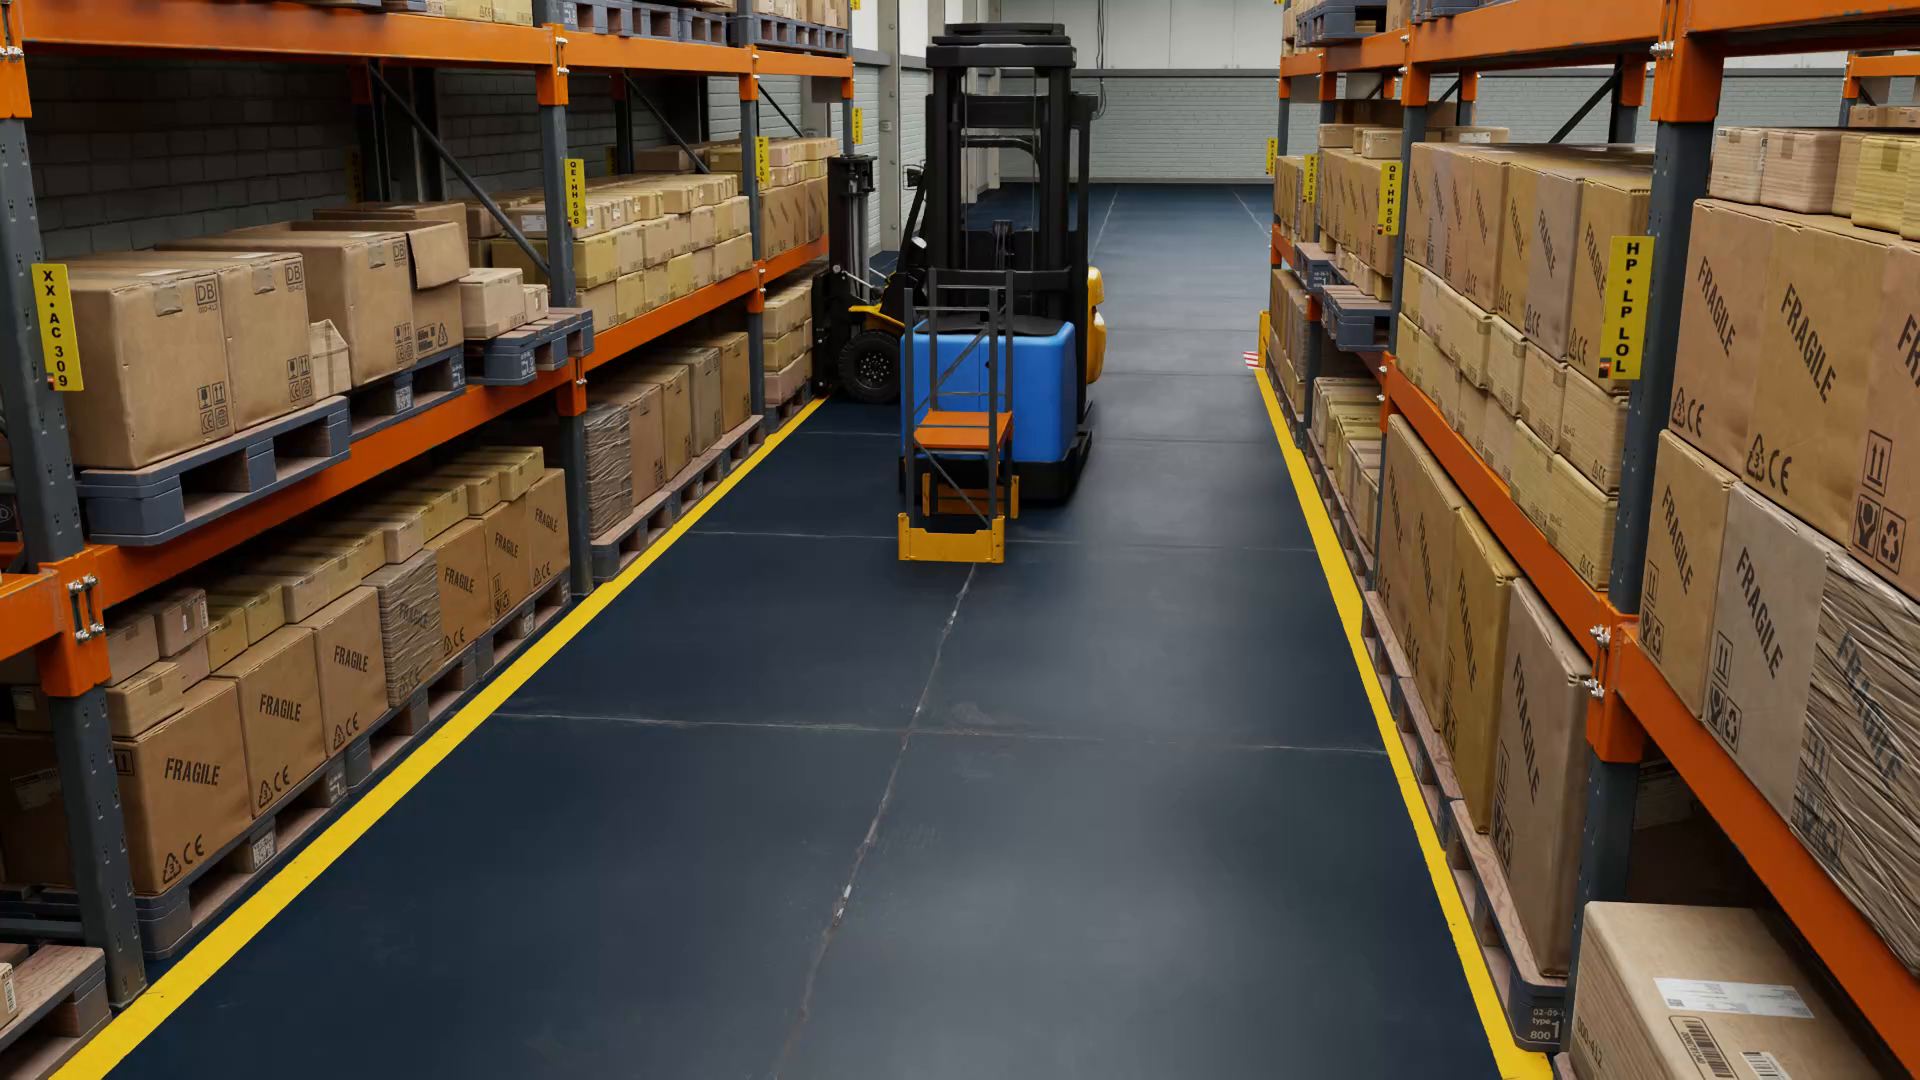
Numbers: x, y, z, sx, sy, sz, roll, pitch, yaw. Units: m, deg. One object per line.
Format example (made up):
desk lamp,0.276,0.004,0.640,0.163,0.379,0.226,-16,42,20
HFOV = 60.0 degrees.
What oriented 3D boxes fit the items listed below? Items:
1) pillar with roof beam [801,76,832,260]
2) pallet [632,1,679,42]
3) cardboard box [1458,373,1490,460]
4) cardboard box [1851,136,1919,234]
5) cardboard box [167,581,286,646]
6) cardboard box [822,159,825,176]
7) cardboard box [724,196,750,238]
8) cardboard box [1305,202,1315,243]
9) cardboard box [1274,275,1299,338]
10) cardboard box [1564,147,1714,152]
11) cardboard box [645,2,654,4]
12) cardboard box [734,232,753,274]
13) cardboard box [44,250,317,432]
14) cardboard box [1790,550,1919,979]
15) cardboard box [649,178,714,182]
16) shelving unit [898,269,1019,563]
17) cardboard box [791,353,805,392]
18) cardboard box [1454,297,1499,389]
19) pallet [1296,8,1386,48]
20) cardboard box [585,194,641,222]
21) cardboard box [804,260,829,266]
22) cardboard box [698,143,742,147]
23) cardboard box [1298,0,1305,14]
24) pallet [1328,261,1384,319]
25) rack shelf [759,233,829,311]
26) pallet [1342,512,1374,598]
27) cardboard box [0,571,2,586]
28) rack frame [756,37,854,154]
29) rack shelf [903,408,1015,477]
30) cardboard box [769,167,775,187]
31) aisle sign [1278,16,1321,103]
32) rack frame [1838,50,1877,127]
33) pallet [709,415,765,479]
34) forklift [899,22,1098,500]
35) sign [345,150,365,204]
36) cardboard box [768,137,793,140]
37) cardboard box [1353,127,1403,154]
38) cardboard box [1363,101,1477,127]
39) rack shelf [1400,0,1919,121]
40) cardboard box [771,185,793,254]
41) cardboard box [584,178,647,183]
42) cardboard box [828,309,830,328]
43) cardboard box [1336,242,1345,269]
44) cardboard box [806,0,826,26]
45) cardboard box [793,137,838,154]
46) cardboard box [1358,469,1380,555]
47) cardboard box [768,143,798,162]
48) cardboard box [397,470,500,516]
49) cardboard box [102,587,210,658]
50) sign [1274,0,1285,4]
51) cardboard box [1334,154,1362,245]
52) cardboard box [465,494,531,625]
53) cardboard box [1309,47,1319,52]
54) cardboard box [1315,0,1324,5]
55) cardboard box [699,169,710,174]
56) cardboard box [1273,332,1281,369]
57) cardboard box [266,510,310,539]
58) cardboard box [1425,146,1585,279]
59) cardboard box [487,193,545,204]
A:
pillar with roof beam,2.471,-7.425,19.882,9.100,9.000,0.400,2,15,6
pallet,-2.301,-3.004,9.642,1.003,0.211,1.213,2,15,9
cardboard box,2.058,-0.444,5.845,0.500,0.250,0.500,2,15,6
cardboard box,1.687,-0.569,2.670,0.380,0.149,0.250,2,15,6
cardboard box,-2.569,0.252,5.726,0.380,0.149,0.250,1,15,5
cardboard box,-1.382,-3.250,14.499,0.380,0.149,0.250,1,15,4
cardboard box,-1.762,-2.250,11.567,0.500,0.250,0.500,1,15,5
cardboard box,2.775,-2.386,11.976,0.500,0.500,0.500,1,15,5
cardboard box,3.001,-2.003,14.349,0.500,0.500,0.500,1,15,4
cardboard box,2.672,-1.289,6.577,0.500,0.500,0.500,2,15,7
cardboard box,-2.160,-3.511,10.639,0.380,0.149,0.250,2,15,6
cardboard box,-1.757,-2.005,11.620,0.500,0.250,0.500,2,15,8
cardboard box,-2.528,-0.646,5.307,0.700,0.500,0.500,2,15,7
cardboard box,1.633,0.329,2.508,0.500,0.500,0.500,2,15,7
cardboard box,-1.869,-2.353,11.184,0.380,0.149,0.250,2,15,6
shelving unit,0.009,-0.744,9.539,0.587,1.500,1.083,2,15,6
cardboard box,-1.535,-1.340,13.333,0.500,0.250,0.500,1,15,5
cardboard box,2.020,-0.684,5.776,0.500,0.250,0.500,2,15,7
pallet,2.797,-3.271,10.627,1.213,0.211,1.003,2,15,6
cardboard box,-2.035,-1.885,9.453,0.380,0.149,0.250,2,15,7
cardboard box,-1.251,-2.483,15.646,0.500,0.250,0.500,2,15,8
cardboard box,-1.988,-3.209,13.779,0.380,0.149,0.250,2,15,8
cardboard box,2.924,-4.108,13.078,0.500,0.250,0.500,2,15,7
pallet,2.703,-1.456,9.666,1.003,0.211,1.213,2,15,6
rack shelf,-1.735,-2.388,14.124,1.077,0.370,4.000,2,15,6
pallet,2.610,0.110,8.851,1.003,0.211,1.213,2,15,6
cardboard box,-2.648,0.070,4.138,0.380,0.149,0.250,2,15,7
rack frame,-1.509,-3.254,15.949,1.000,3.000,0.127,2,15,6
rack shelf,0.010,-0.572,9.595,0.538,0.185,1.000,2,15,6
cardboard box,-1.634,-2.788,12.793,0.380,0.149,0.250,2,15,6
aisle sign,3.122,-4.389,15.165,0.394,0.787,0.004,2,15,6
rack frame,8.353,-2.989,14.969,1.000,3.000,0.127,2,15,6
pallet,-2.005,-0.678,11.765,1.003,0.211,1.213,2,15,6
forklift,0.353,-1.999,11.441,1.130,2.935,3.031,2,15,9
sign,-2.964,-1.753,8.181,0.100,0.325,0.005,2,15,6
cardboard box,-1.759,-3.678,15.513,0.380,0.149,0.250,1,15,5
cardboard box,2.547,-2.382,9.918,0.380,0.149,0.250,3,15,9
cardboard box,3.237,-2.853,11.791,0.700,0.500,0.500,2,15,6
rack shelf,2.295,-1.616,5.522,1.077,0.370,4.000,2,15,6
cardboard box,-1.609,-2.508,12.997,0.500,0.500,0.500,2,15,7
cardboard box,-2.325,-2.360,11.209,0.380,0.149,0.250,2,15,6
cardboard box,-1.358,-1.971,14.709,0.500,0.250,0.500,1,15,5
cardboard box,2.421,-1.681,9.810,0.380,0.149,0.250,2,15,8
cardboard box,-1.532,-4.616,14.053,0.700,0.500,0.500,2,15,7
cardboard box,-1.340,-3.660,15.445,0.380,0.149,0.250,2,15,6
cardboard box,2.594,-0.114,8.567,0.950,0.372,0.625,1,15,2
cardboard box,-1.553,-3.197,13.734,0.380,0.149,0.250,2,15,6
cardboard box,-2.289,-0.214,7.448,0.380,0.149,0.250,1,15,4
cardboard box,-2.577,0.252,5.156,0.380,0.149,0.250,1,15,4
sign,2.884,-4.994,14.965,0.100,0.325,0.005,2,15,6
cardboard box,2.462,-1.961,9.602,0.500,0.500,0.500,1,15,4
cardboard box,-2.313,0.071,7.639,0.500,0.500,0.500,1,15,5
cardboard box,2.835,-3.755,12.537,0.380,0.149,0.250,2,15,8
cardboard box,2.451,-3.378,10.145,0.500,0.250,0.500,1,15,6
cardboard box,-2.147,-2.803,12.847,0.380,0.149,0.250,2,15,8
cardboard box,2.992,-1.651,14.483,0.500,0.250,0.500,2,15,8
cardboard box,-2.873,-0.025,6.750,0.380,0.149,0.250,2,15,7
cardboard box,2.176,-1.315,6.671,0.500,0.500,0.500,2,15,6
cardboard box,-2.503,-1.898,9.502,0.380,0.149,0.250,2,15,6
